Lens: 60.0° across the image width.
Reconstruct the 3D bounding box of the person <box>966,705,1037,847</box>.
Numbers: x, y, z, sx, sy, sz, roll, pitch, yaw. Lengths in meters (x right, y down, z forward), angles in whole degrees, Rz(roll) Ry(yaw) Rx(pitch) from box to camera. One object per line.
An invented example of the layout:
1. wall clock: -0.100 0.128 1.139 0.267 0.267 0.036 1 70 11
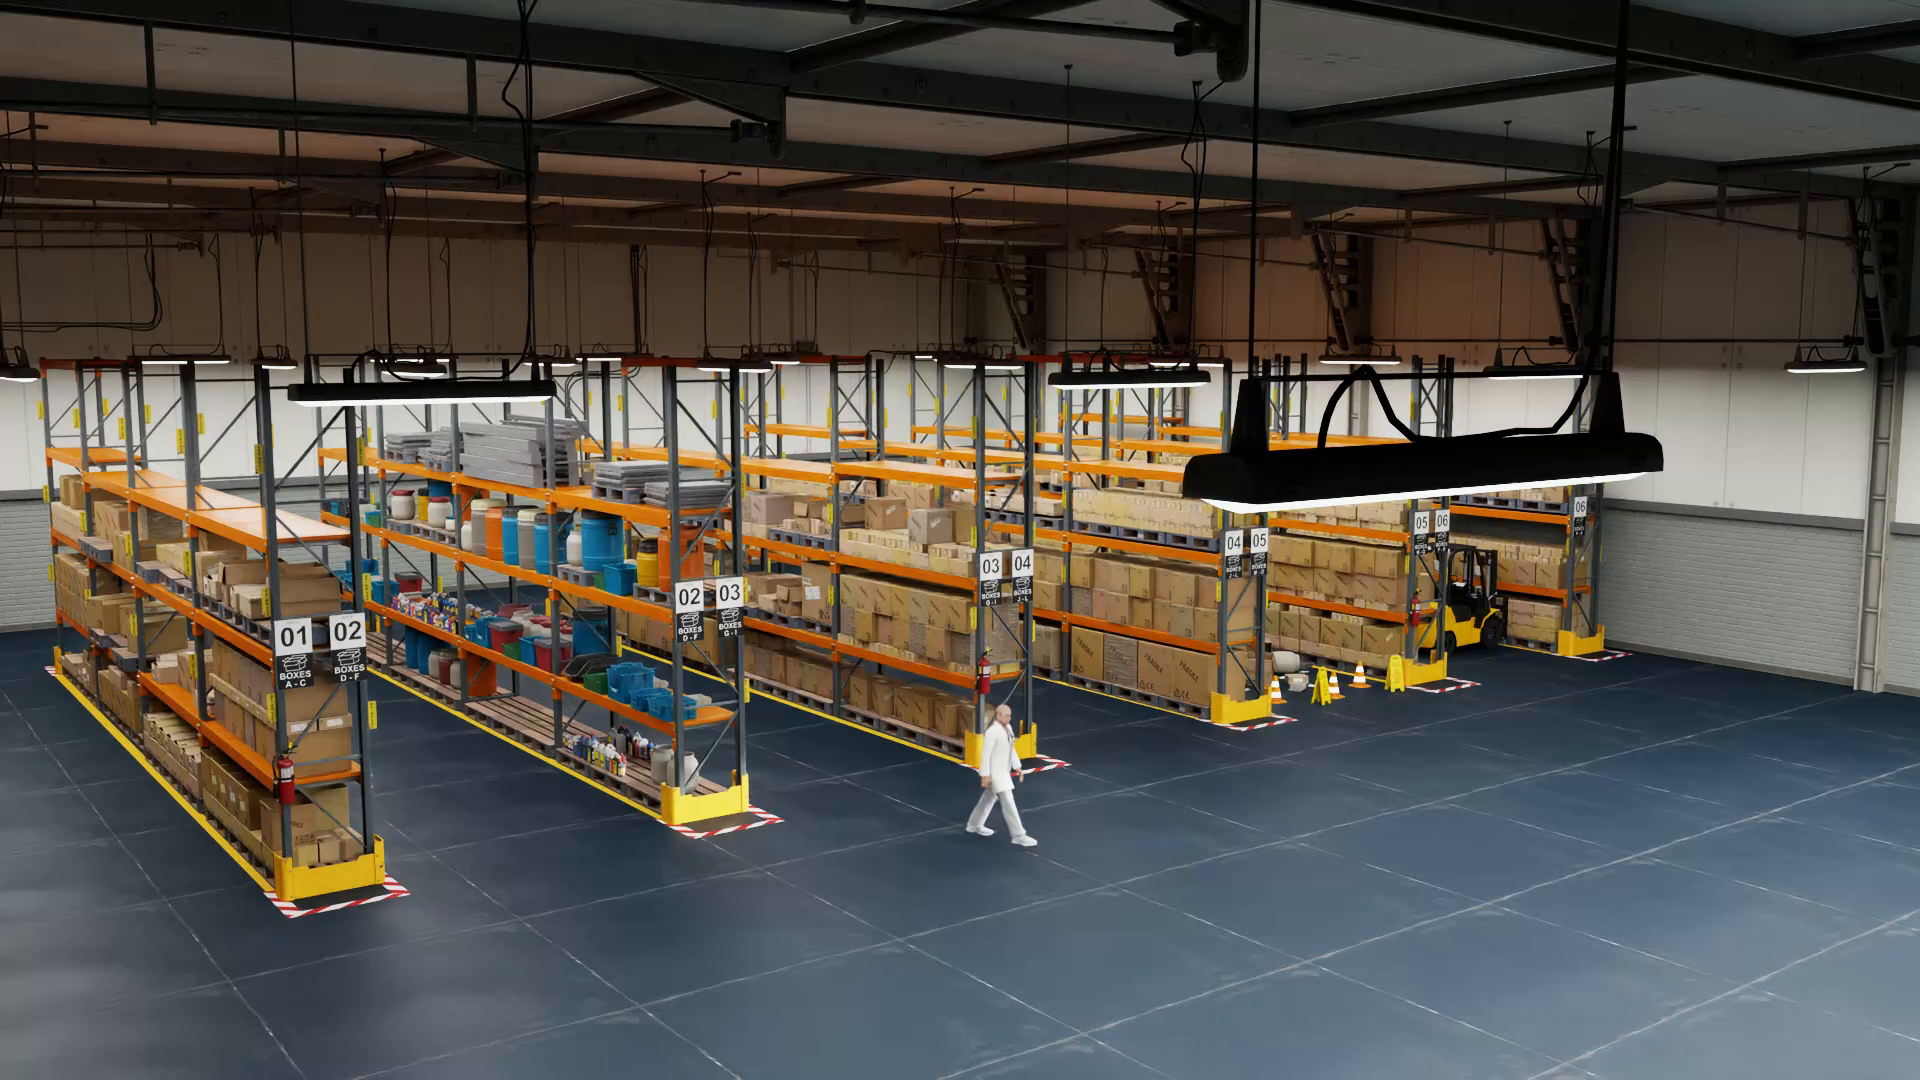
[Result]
1. person: 0.546 2.931 20.992 1.058 1.727 0.599 3 7 21
